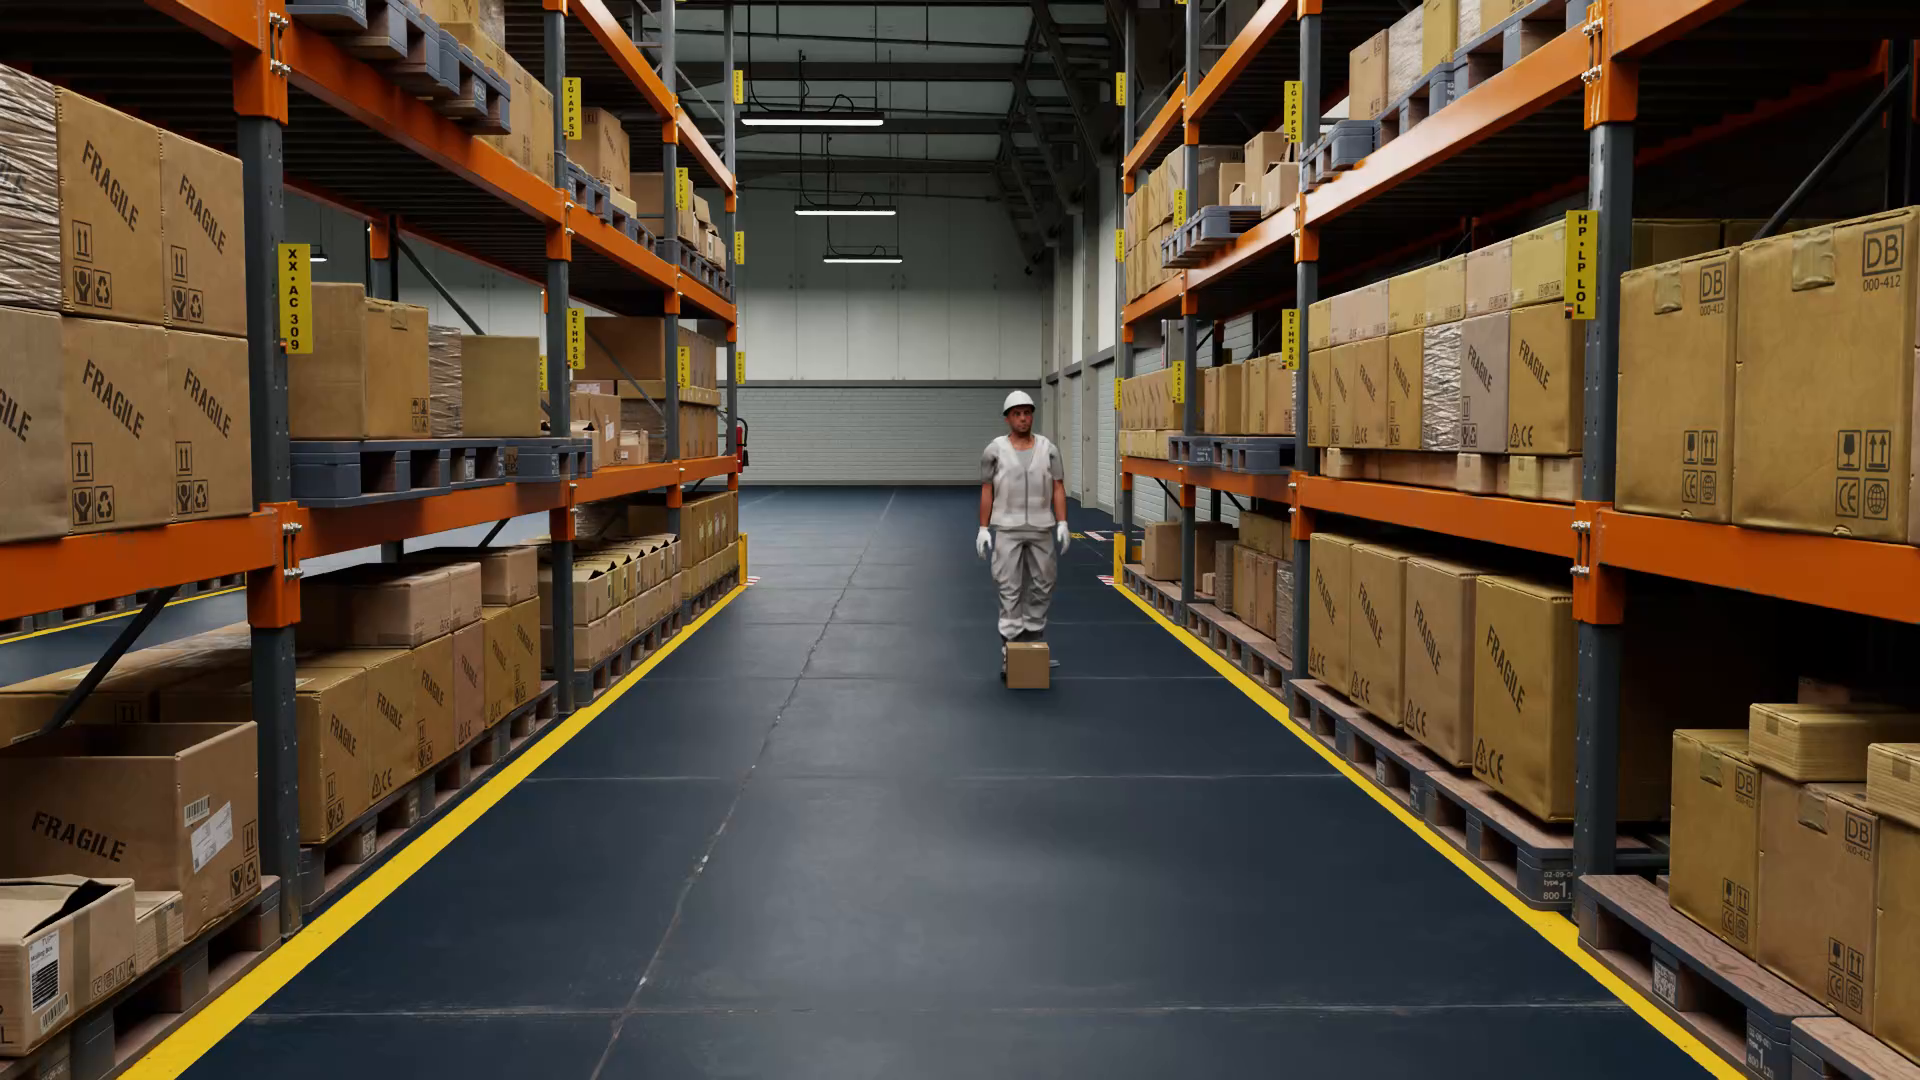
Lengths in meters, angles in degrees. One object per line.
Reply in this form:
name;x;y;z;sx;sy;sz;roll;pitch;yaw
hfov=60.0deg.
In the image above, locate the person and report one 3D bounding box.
person;0.400;-0.046;10.538;0.590;1.794;0.463;-1;4;-9
